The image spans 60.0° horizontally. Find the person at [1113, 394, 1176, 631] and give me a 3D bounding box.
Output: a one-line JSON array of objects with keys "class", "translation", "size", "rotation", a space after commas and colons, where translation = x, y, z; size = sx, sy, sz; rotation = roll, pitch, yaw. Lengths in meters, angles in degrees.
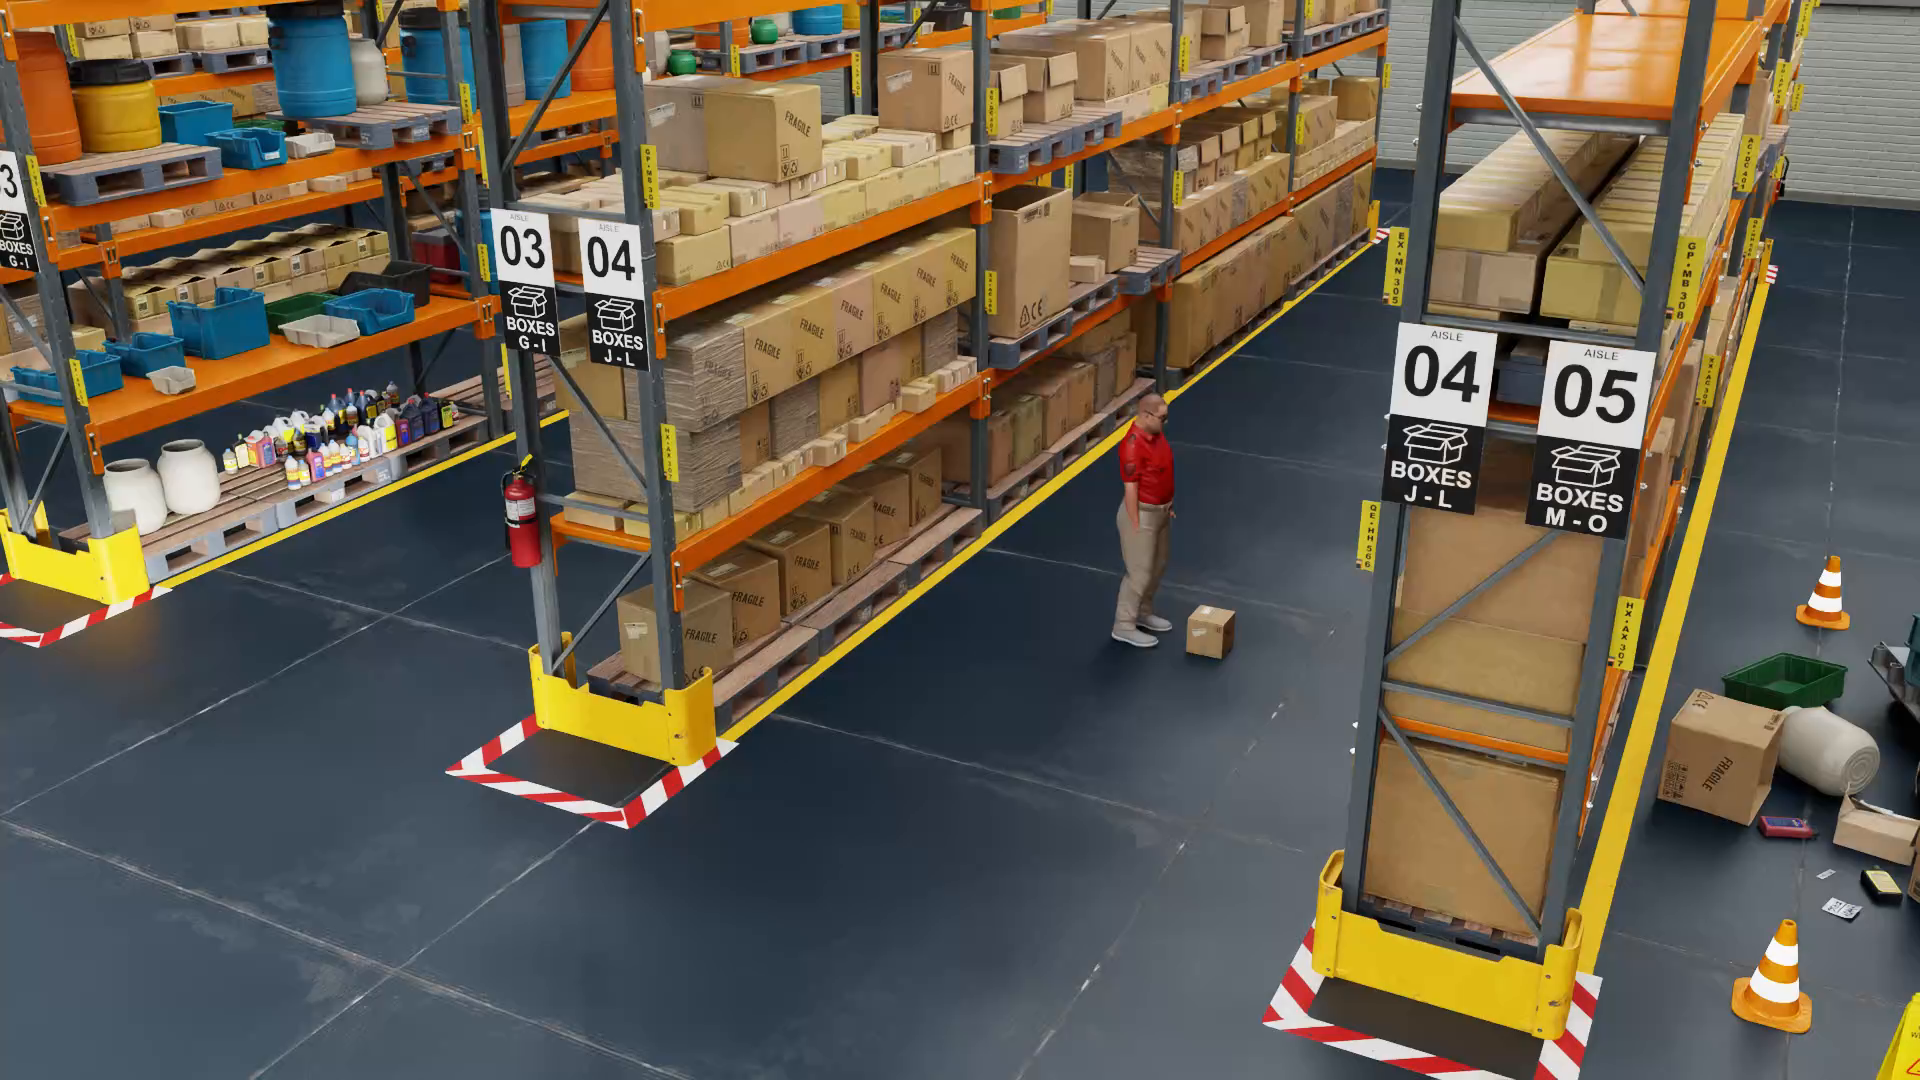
[{"class": "person", "translation": [1.262, -0.188, 11.140], "size": [0.358, 1.643, 0.531], "rotation": [12, 25, 26]}]
